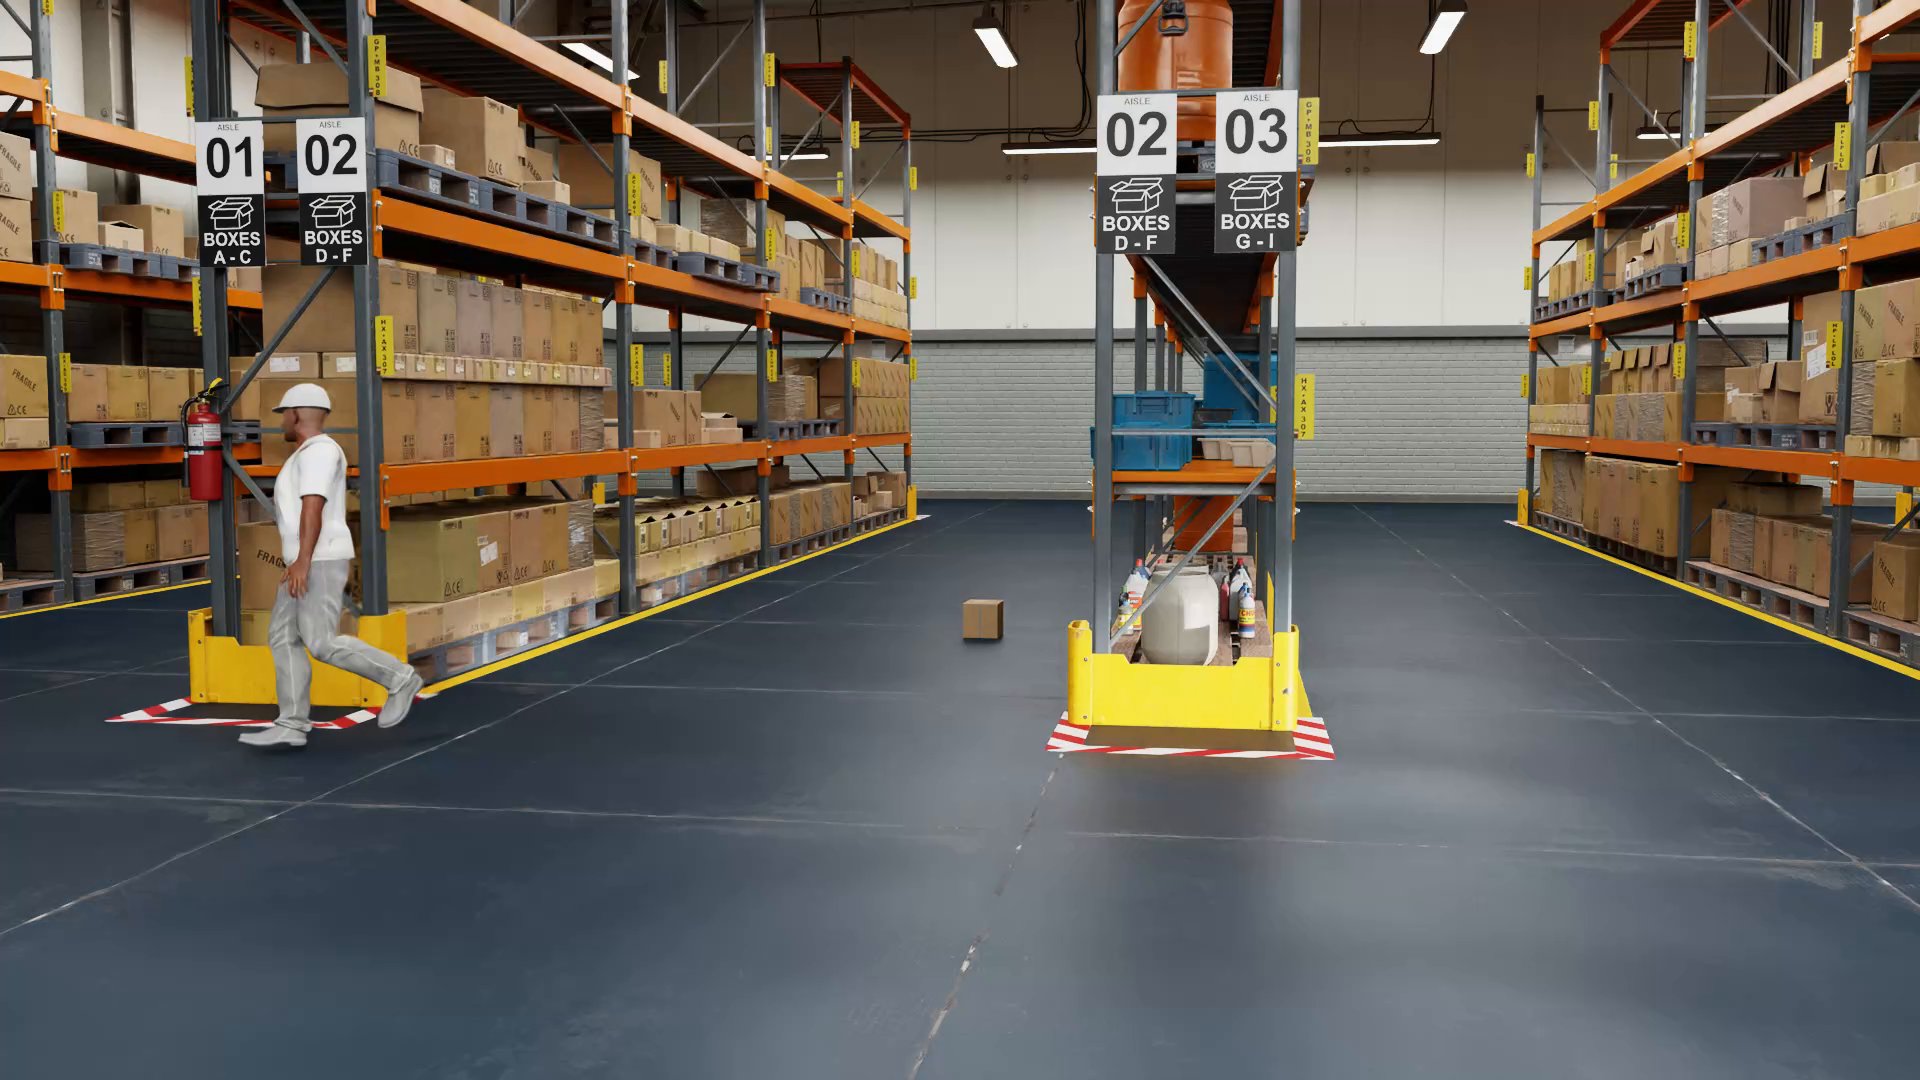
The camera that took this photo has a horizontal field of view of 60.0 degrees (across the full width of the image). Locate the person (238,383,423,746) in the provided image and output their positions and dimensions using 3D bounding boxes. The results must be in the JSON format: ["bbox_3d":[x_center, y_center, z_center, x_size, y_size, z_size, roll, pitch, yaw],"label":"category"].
[{"bbox_3d":[-3.072,0.111,8.049,0.847,1.733,0.669,-2,5,-28],"label":"person"}]
